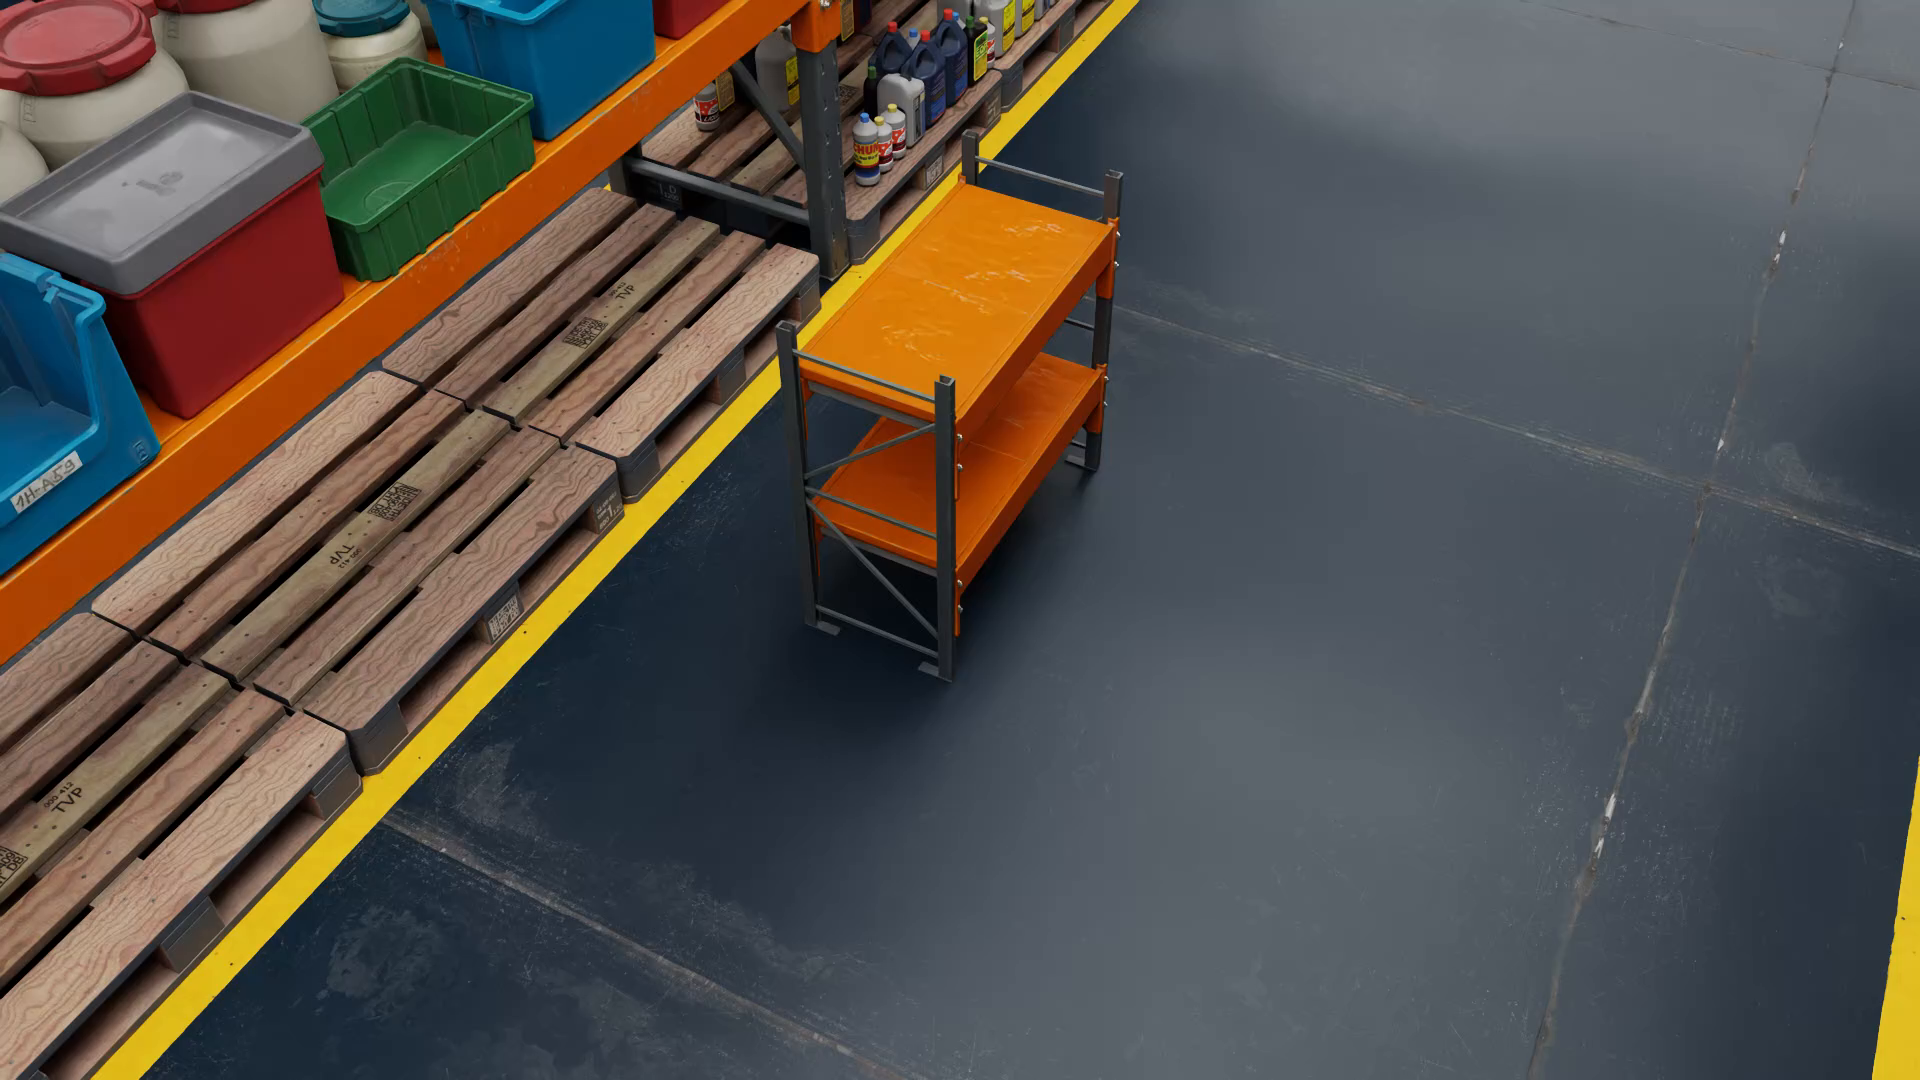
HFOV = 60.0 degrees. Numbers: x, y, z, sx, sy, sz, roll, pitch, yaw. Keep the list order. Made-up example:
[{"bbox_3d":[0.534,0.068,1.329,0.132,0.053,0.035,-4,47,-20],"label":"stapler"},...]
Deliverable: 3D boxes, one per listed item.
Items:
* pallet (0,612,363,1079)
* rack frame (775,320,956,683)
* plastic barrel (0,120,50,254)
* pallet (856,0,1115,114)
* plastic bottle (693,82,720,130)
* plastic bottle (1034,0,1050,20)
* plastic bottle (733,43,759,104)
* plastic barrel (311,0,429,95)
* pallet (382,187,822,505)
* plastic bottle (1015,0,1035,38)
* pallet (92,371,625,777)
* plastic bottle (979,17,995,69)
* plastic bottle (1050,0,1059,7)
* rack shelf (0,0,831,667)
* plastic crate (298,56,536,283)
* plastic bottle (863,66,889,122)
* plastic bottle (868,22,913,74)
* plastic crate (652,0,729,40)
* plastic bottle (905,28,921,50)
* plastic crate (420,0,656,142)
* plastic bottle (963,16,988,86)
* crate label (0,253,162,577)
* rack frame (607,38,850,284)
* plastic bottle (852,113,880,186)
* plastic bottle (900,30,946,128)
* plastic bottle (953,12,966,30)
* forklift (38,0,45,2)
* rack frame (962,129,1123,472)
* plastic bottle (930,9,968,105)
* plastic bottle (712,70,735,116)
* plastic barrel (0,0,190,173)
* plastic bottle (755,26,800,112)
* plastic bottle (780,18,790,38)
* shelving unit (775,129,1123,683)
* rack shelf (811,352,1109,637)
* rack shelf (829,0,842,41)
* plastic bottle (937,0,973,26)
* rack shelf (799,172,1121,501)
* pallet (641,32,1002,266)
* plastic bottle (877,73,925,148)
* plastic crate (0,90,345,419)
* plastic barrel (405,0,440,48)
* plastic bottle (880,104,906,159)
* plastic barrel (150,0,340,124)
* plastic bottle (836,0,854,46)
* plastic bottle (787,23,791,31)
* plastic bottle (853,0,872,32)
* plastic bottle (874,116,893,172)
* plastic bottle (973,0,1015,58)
[{"bbox_3d":[-2.349,0.813,4.298,1.003,0.211,1.213,20,49,19],"label":"pallet"},{"bbox_3d":[-0.239,-0.071,4.529,0.500,1.125,0.032,20,49,19],"label":"rack frame"},{"bbox_3d":[-2.259,-0.715,3.769,0.421,0.512,0.421,0,45,0],"label":"plastic barrel"},{"bbox_3d":[0.028,-2.412,7.486,1.003,0.211,1.213,20,49,19],"label":"pallet"},{"bbox_3d":[-0.994,-1.714,6.493,0.097,0.201,0.097,0,45,0],"label":"plastic bottle"},{"bbox_3d":[0.301,-2.390,7.109,0.152,0.276,0.135,19,48,18],"label":"plastic bottle"},{"bbox_3d":[-0.842,-1.936,6.608,0.144,0.351,0.185,19,48,18],"label":"plastic bottle"},{"bbox_3d":[-1.636,-1.380,4.602,0.301,0.262,0.301,0,45,0],"label":"plastic barrel"},{"bbox_3d":[-1.216,-0.724,5.817,1.003,0.211,1.213,20,49,19],"label":"pallet"},{"bbox_3d":[0.227,-2.311,6.978,0.144,0.351,0.185,22,49,21],"label":"plastic bottle"},{"bbox_3d":[-1.782,0.047,5.055,1.003,0.211,1.213,20,49,19],"label":"pallet"},{"bbox_3d":[0.096,-2.044,6.819,0.097,0.201,0.097,0,45,0],"label":"plastic bottle"},{"bbox_3d":[0.365,-2.477,7.195,0.152,0.276,0.135,21,49,19],"label":"plastic bottle"},{"bbox_3d":[-1.815,-0.699,4.338,1.077,0.370,4.000,20,49,19],"label":"rack shelf"},{"bbox_3d":[-1.445,-0.947,4.226,0.450,0.188,0.662,20,49,19],"label":"plastic crate"},{"bbox_3d":[-0.319,-1.715,6.437,0.061,0.283,0.133,20,49,19],"label":"plastic bottle"},{"bbox_3d":[-0.272,-1.854,6.527,0.144,0.351,0.185,20,49,19],"label":"plastic bottle"},{"bbox_3d":[-0.840,-1.828,4.903,0.402,0.464,0.583,20,49,19],"label":"plastic crate"},{"bbox_3d":[-0.184,-1.910,6.638,0.097,0.271,0.097,0,45,0],"label":"plastic bottle"},{"bbox_3d":[-1.123,-1.408,4.544,0.392,0.384,0.575,20,49,19],"label":"plastic crate"},{"bbox_3d":[0.057,-1.992,6.710,0.061,0.283,0.133,23,50,21],"label":"plastic bottle"},{"bbox_3d":[-2.042,-0.241,3.354,0.502,0.435,0.616,20,49,19],"label":"crate label"},{"bbox_3d":[-0.886,-2.212,5.327,1.000,3.000,0.127,20,49,19],"label":"rack frame"},{"bbox_3d":[-0.350,-1.463,6.196,0.097,0.271,0.097,0,45,0],"label":"plastic bottle"},{"bbox_3d":[-0.144,-1.807,6.480,0.144,0.351,0.185,22,49,20],"label":"plastic bottle"},{"bbox_3d":[-0.021,-2.003,6.729,0.097,0.271,0.097,0,45,0],"label":"plastic bottle"},{"bbox_3d":[-3.219,-2.862,6.018,1.130,2.935,3.031,32,54,28],"label":"forklift"},{"bbox_3d":[0.233,-0.711,5.162,0.500,1.125,0.032,20,49,19],"label":"rack frame"},{"bbox_3d":[-0.056,-1.926,6.597,0.144,0.351,0.185,19,48,17],"label":"plastic bottle"},{"bbox_3d":[-0.955,-1.824,6.544,0.061,0.283,0.133,23,50,21],"label":"plastic bottle"},{"bbox_3d":[-2.066,-0.994,4.028,0.433,0.535,0.433,0,45,0],"label":"plastic barrel"},{"bbox_3d":[-0.715,-1.889,6.561,0.144,0.351,0.185,20,49,19],"label":"plastic bottle"},{"bbox_3d":[-0.753,-2.057,6.727,0.144,0.351,0.185,18,48,17],"label":"plastic bottle"},{"bbox_3d":[-0.003,-0.391,4.846,0.538,1.125,1.048,20,49,19],"label":"shelving unit"},{"bbox_3d":[-0.003,-0.219,5.020,0.538,0.278,1.000,20,49,19],"label":"rack shelf"},{"bbox_3d":[0.042,-3.219,6.828,1.077,0.370,4.000,20,49,19],"label":"rack shelf"},{"bbox_3d":[-0.002,-2.200,6.921,0.152,0.276,0.135,20,49,19],"label":"plastic bottle"},{"bbox_3d":[-0.003,-0.597,4.638,0.538,0.278,1.000,20,49,19],"label":"rack shelf"},{"bbox_3d":[-0.537,-1.641,6.723,1.003,0.211,1.213,20,49,19],"label":"pallet"},{"bbox_3d":[-0.224,-1.678,6.405,0.152,0.276,0.135,22,49,20],"label":"plastic bottle"},{"bbox_3d":[-1.722,-0.631,3.720,0.402,0.464,0.583,20,49,19],"label":"plastic crate"},{"bbox_3d":[-1.525,-1.729,4.754,0.433,0.535,0.433,0,45,0],"label":"plastic barrel"},{"bbox_3d":[-0.256,-1.567,6.348,0.097,0.201,0.097,0,45,0],"label":"plastic bottle"},{"bbox_3d":[-1.865,-1.267,4.298,0.433,0.535,0.433,0,45,0],"label":"plastic barrel"},{"bbox_3d":[-0.501,-2.219,6.935,0.061,0.283,0.133,20,49,19],"label":"plastic bottle"},{"bbox_3d":[-0.611,-1.998,6.721,0.152,0.276,0.135,20,49,19],"label":"plastic bottle"},{"bbox_3d":[-0.430,-2.303,7.018,0.061,0.283,0.133,20,49,19],"label":"plastic bottle"},{"bbox_3d":[-0.303,-1.503,6.284,0.097,0.201,0.097,0,45,0],"label":"plastic bottle"},{"bbox_3d":[0.141,-2.193,6.862,0.144,0.351,0.185,20,49,19],"label":"plastic bottle"}]
